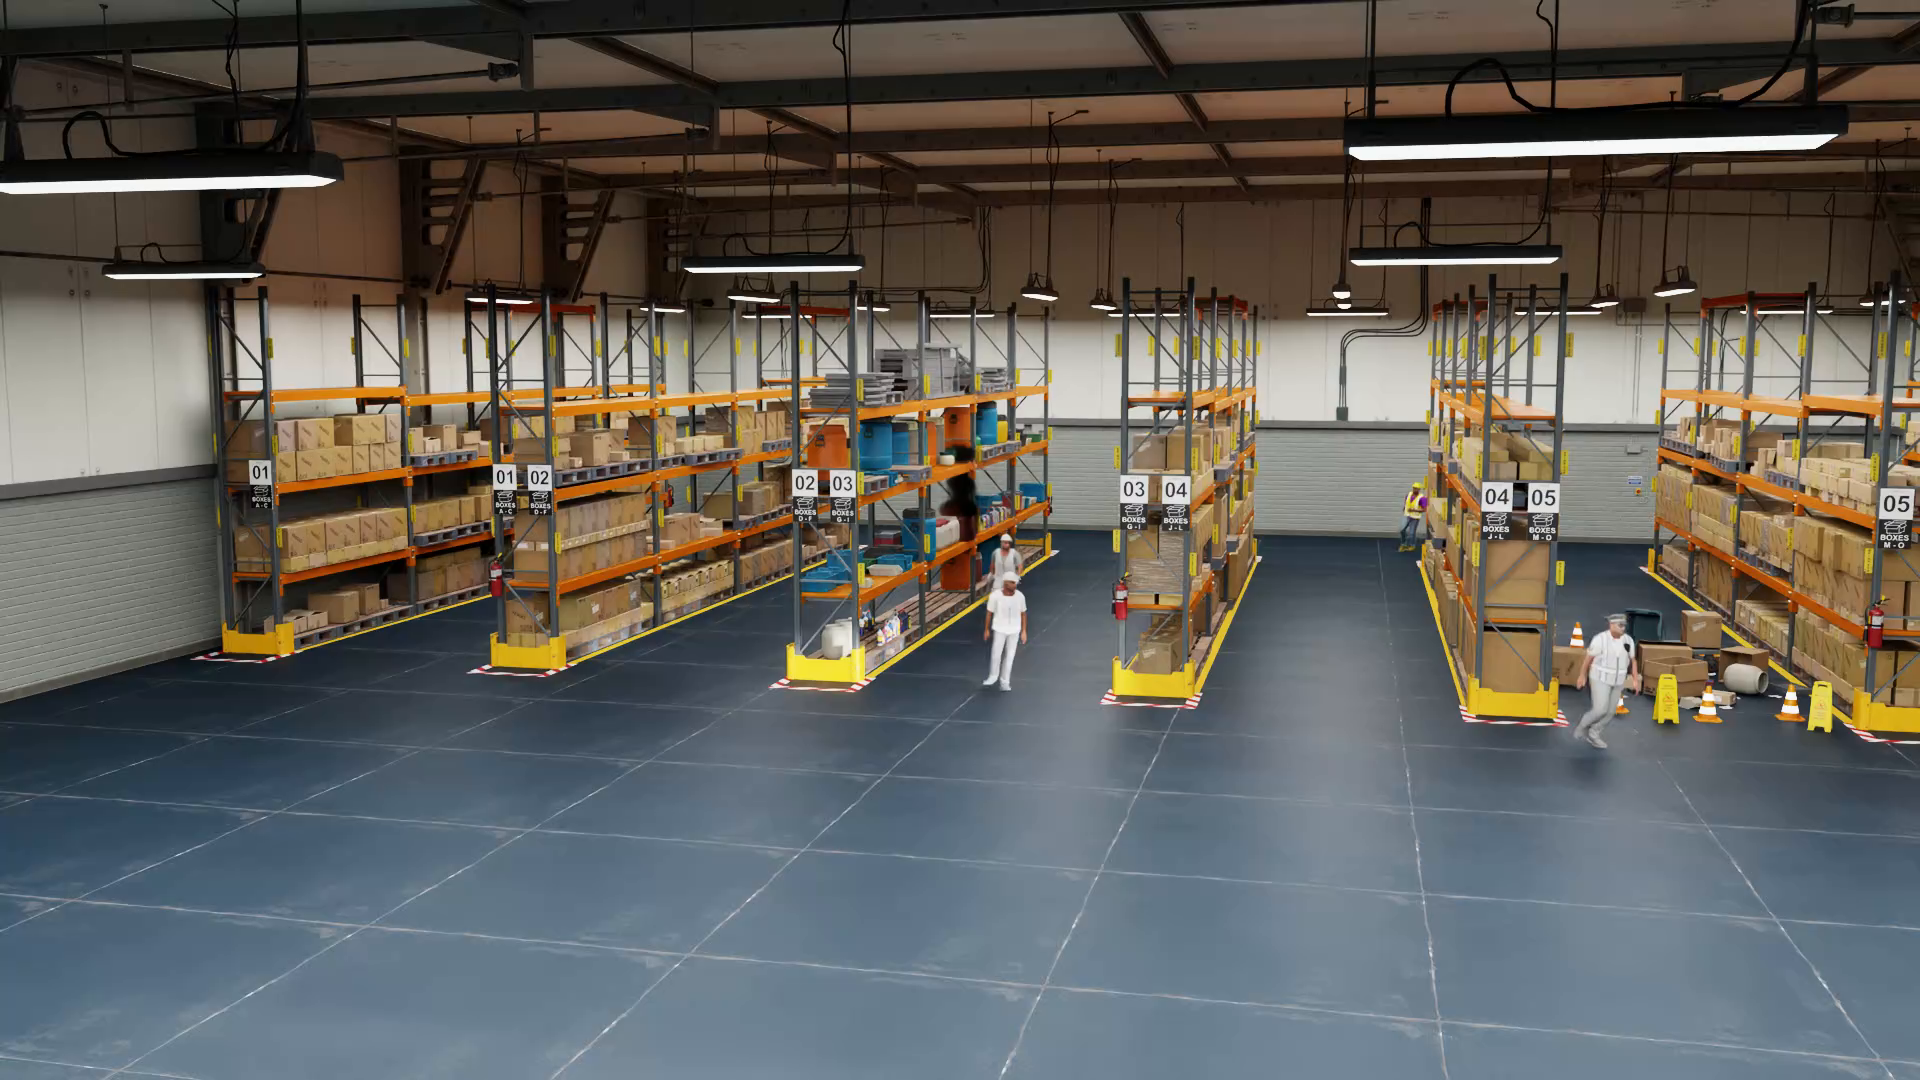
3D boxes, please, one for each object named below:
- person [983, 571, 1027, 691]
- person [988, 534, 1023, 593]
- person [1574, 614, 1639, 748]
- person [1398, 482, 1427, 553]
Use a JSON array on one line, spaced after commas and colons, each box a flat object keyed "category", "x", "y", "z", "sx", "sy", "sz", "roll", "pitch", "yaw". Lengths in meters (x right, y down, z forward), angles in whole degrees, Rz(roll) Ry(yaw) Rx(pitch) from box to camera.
[{"category": "person", "x": 0.654, "y": 1.327, "z": 24.346, "sx": 0.636, "sy": 1.759, "sz": 0.448, "roll": -2, "pitch": 7, "yaw": -15}, {"category": "person", "x": 0.793, "y": 0.738, "z": 29.526, "sx": 0.666, "sy": 1.724, "sz": 0.792, "roll": 1, "pitch": 7, "yaw": 6}, {"category": "person", "x": 8.118, "y": 1.756, "z": 20.852, "sx": 0.667, "sy": 1.740, "sz": 0.590, "roll": -1, "pitch": 7, "yaw": -11}, {"category": "person", "x": 11.161, "y": -0.537, "z": 40.863, "sx": 0.725, "sy": 1.785, "sz": 0.674, "roll": 6, "pitch": 9, "yaw": 41}]
